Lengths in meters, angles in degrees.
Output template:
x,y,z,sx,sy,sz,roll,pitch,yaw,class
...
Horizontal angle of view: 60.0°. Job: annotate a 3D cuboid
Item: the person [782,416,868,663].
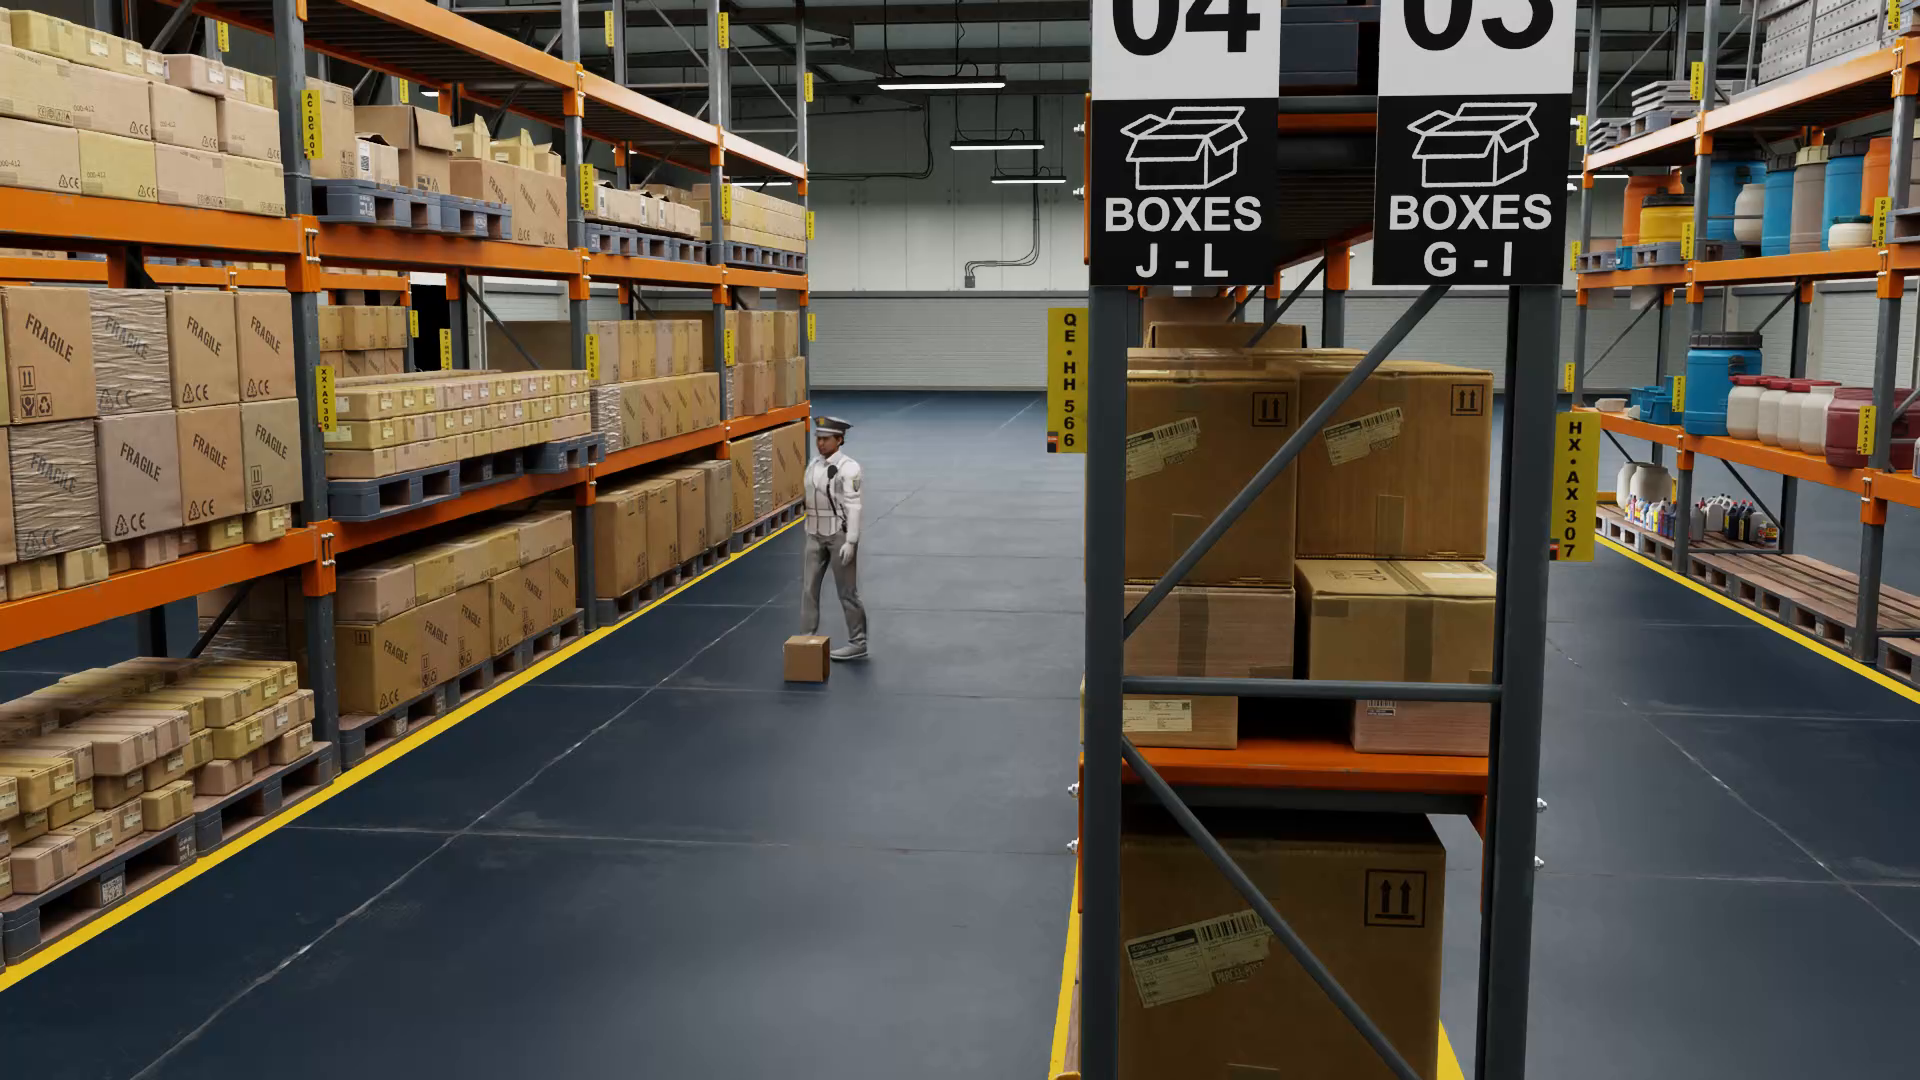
x,y,z,sx,sy,sz,roll,pitch,yaw,class
-0.917,0.002,11.174,0.474,1.670,0.616,6,10,37,person
